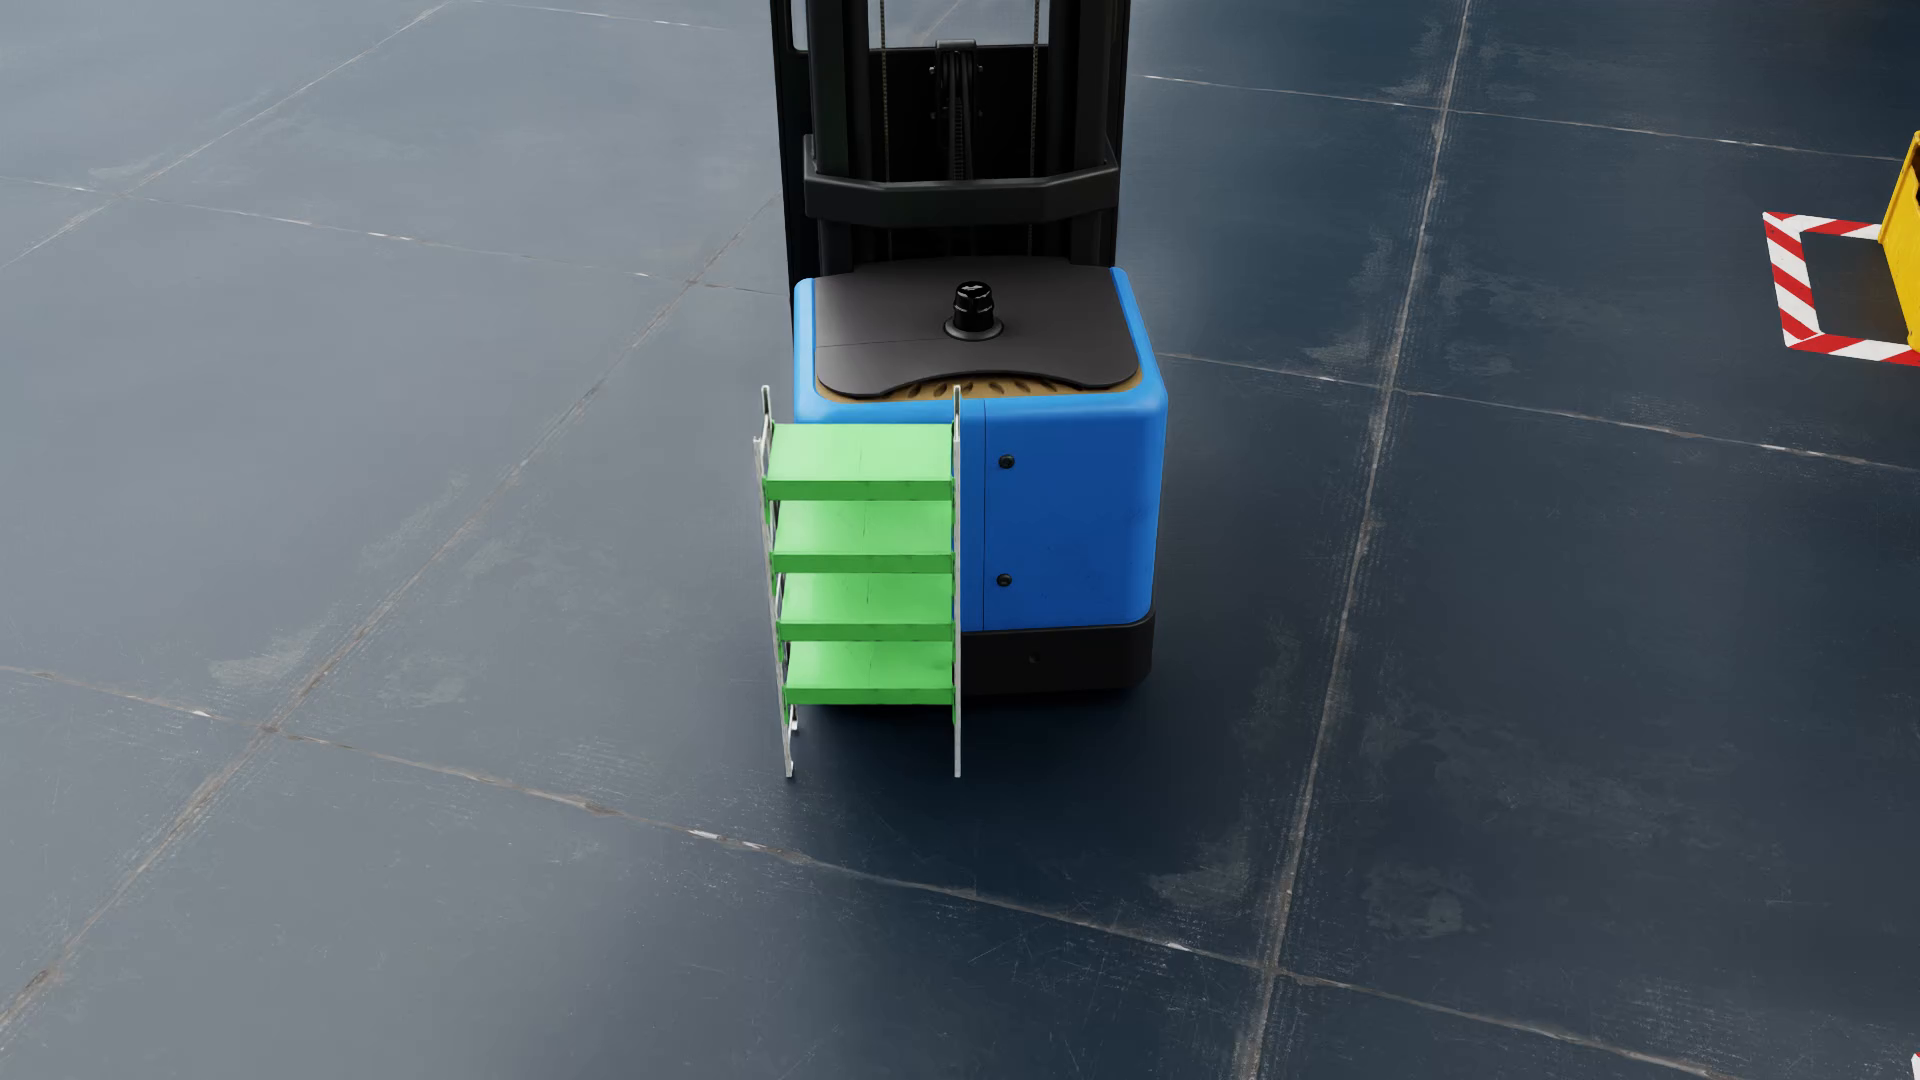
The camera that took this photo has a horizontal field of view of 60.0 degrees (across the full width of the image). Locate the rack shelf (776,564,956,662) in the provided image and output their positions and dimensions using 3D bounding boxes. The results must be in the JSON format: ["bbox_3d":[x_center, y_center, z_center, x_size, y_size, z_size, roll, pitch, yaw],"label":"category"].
[{"bbox_3d":[-0.251,0.196,4.568,0.480,0.148,0.258,0,39,0],"label":"rack shelf"}]

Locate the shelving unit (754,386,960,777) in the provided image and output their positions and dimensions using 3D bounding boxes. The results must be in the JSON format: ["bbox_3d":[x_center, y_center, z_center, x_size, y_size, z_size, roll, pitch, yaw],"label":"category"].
[{"bbox_3d":[-0.251,0.147,4.527,0.503,1.200,0.258,0,39,0],"label":"shelving unit"}]

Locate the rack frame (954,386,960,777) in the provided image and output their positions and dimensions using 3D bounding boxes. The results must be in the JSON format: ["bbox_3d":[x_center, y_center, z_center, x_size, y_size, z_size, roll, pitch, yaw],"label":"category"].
[{"bbox_3d":[-0.007,0.147,4.527,0.015,1.200,0.240,0,39,0],"label":"rack frame"}]

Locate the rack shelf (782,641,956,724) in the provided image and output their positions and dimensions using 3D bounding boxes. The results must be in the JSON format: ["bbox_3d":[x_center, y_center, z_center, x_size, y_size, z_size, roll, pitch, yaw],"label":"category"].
[{"bbox_3d":[-0.251,0.382,4.720,0.480,0.148,0.258,0,39,0],"label":"rack shelf"}]

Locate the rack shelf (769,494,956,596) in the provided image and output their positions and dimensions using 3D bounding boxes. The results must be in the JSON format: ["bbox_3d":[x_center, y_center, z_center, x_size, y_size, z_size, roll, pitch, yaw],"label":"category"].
[{"bbox_3d":[-0.251,0.011,4.415,0.480,0.148,0.258,0,39,0],"label":"rack shelf"}]

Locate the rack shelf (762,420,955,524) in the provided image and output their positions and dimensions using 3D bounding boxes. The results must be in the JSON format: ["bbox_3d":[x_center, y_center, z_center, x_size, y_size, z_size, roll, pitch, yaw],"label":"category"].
[{"bbox_3d":[-0.251,-0.175,4.263,0.480,0.148,0.258,0,39,0],"label":"rack shelf"}]

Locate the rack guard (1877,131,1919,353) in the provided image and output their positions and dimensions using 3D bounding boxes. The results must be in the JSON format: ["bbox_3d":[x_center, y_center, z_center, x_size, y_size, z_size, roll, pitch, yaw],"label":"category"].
[{"bbox_3d":[4.222,-1.263,7.045,0.348,0.500,1.175,10,38,14],"label":"rack guard"}]

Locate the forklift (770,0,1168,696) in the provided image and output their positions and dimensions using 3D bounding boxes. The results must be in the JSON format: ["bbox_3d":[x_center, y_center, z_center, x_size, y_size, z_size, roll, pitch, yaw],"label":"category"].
[{"bbox_3d":[-0.049,-1.551,5.384,1.130,2.935,3.031,-3,36,-4],"label":"forklift"}]

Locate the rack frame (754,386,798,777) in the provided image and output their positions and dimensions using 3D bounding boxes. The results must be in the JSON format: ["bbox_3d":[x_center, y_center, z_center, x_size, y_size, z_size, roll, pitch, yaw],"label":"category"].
[{"bbox_3d":[-0.495,0.147,4.527,0.015,1.200,0.240,0,39,0],"label":"rack frame"}]
